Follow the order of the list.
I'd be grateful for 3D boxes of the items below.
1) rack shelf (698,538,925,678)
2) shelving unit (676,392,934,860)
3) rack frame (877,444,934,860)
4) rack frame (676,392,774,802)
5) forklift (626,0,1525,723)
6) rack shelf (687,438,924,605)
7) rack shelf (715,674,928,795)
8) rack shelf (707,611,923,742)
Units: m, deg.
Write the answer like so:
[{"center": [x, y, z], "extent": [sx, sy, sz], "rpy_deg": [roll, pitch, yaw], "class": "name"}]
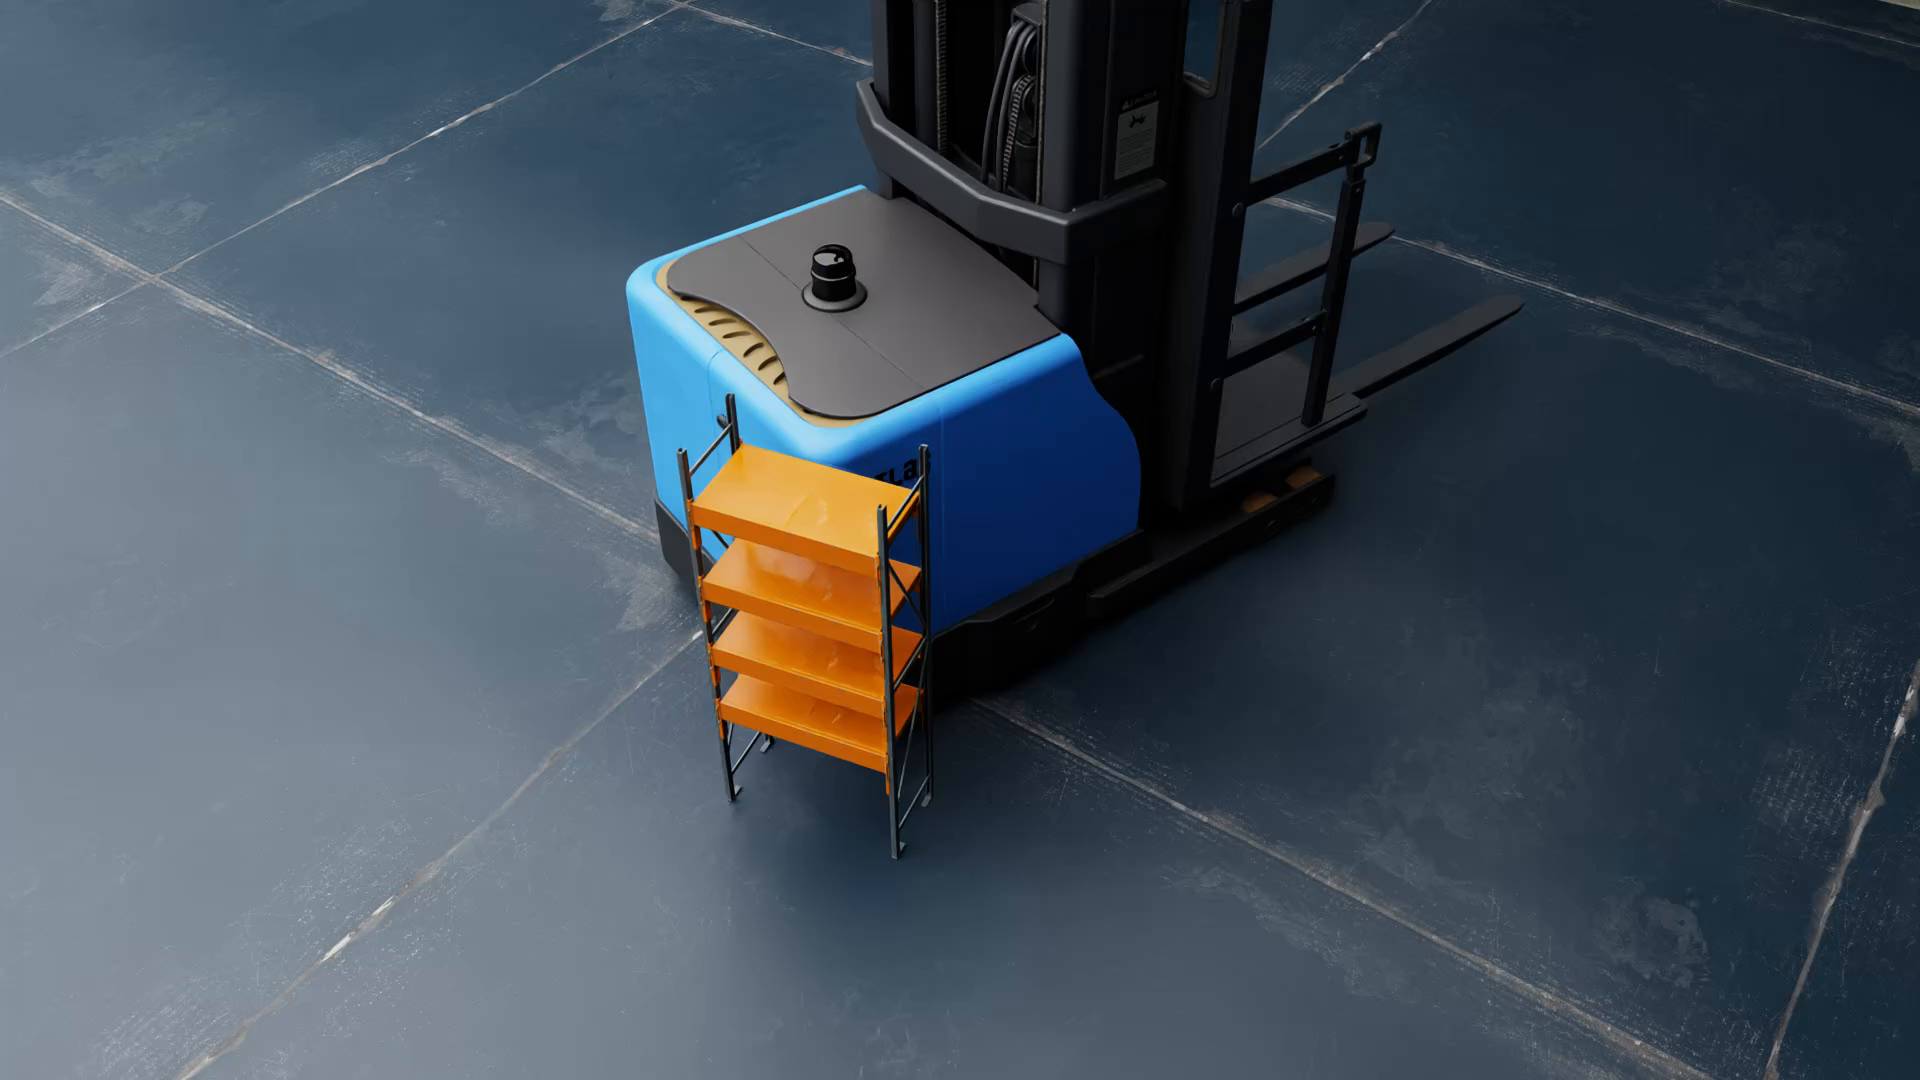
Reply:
[{"center": [-0.348, 0.128, 3.972], "extent": [0.480, 0.148, 0.258], "rpy_deg": [16, 44, 17], "class": "rack shelf"}, {"center": [-0.348, 0.245, 4.076], "extent": [0.503, 1.200, 0.258], "rpy_deg": [16, 44, 17], "class": "shelving unit"}, {"center": [-0.124, 0.309, 4.005], "extent": [0.015, 1.200, 0.240], "rpy_deg": [16, 44, 17], "class": "rack frame"}, {"center": [-0.573, 0.181, 4.148], "extent": [0.015, 1.200, 0.240], "rpy_deg": [16, 44, 17], "class": "rack frame"}, {"center": [0.574, -1.345, 4.555], "extent": [3.031, 2.935, 1.130], "rpy_deg": [-26, 48, -26], "class": "forklift"}, {"center": [-0.348, -0.048, 3.814], "extent": [0.480, 0.148, 0.258], "rpy_deg": [16, 44, 17], "class": "rack shelf"}, {"center": [-0.348, 0.443, 4.254], "extent": [0.480, 0.148, 0.258], "rpy_deg": [16, 44, 17], "class": "rack shelf"}, {"center": [-0.348, 0.295, 4.121], "extent": [0.480, 0.148, 0.258], "rpy_deg": [16, 44, 17], "class": "rack shelf"}]
